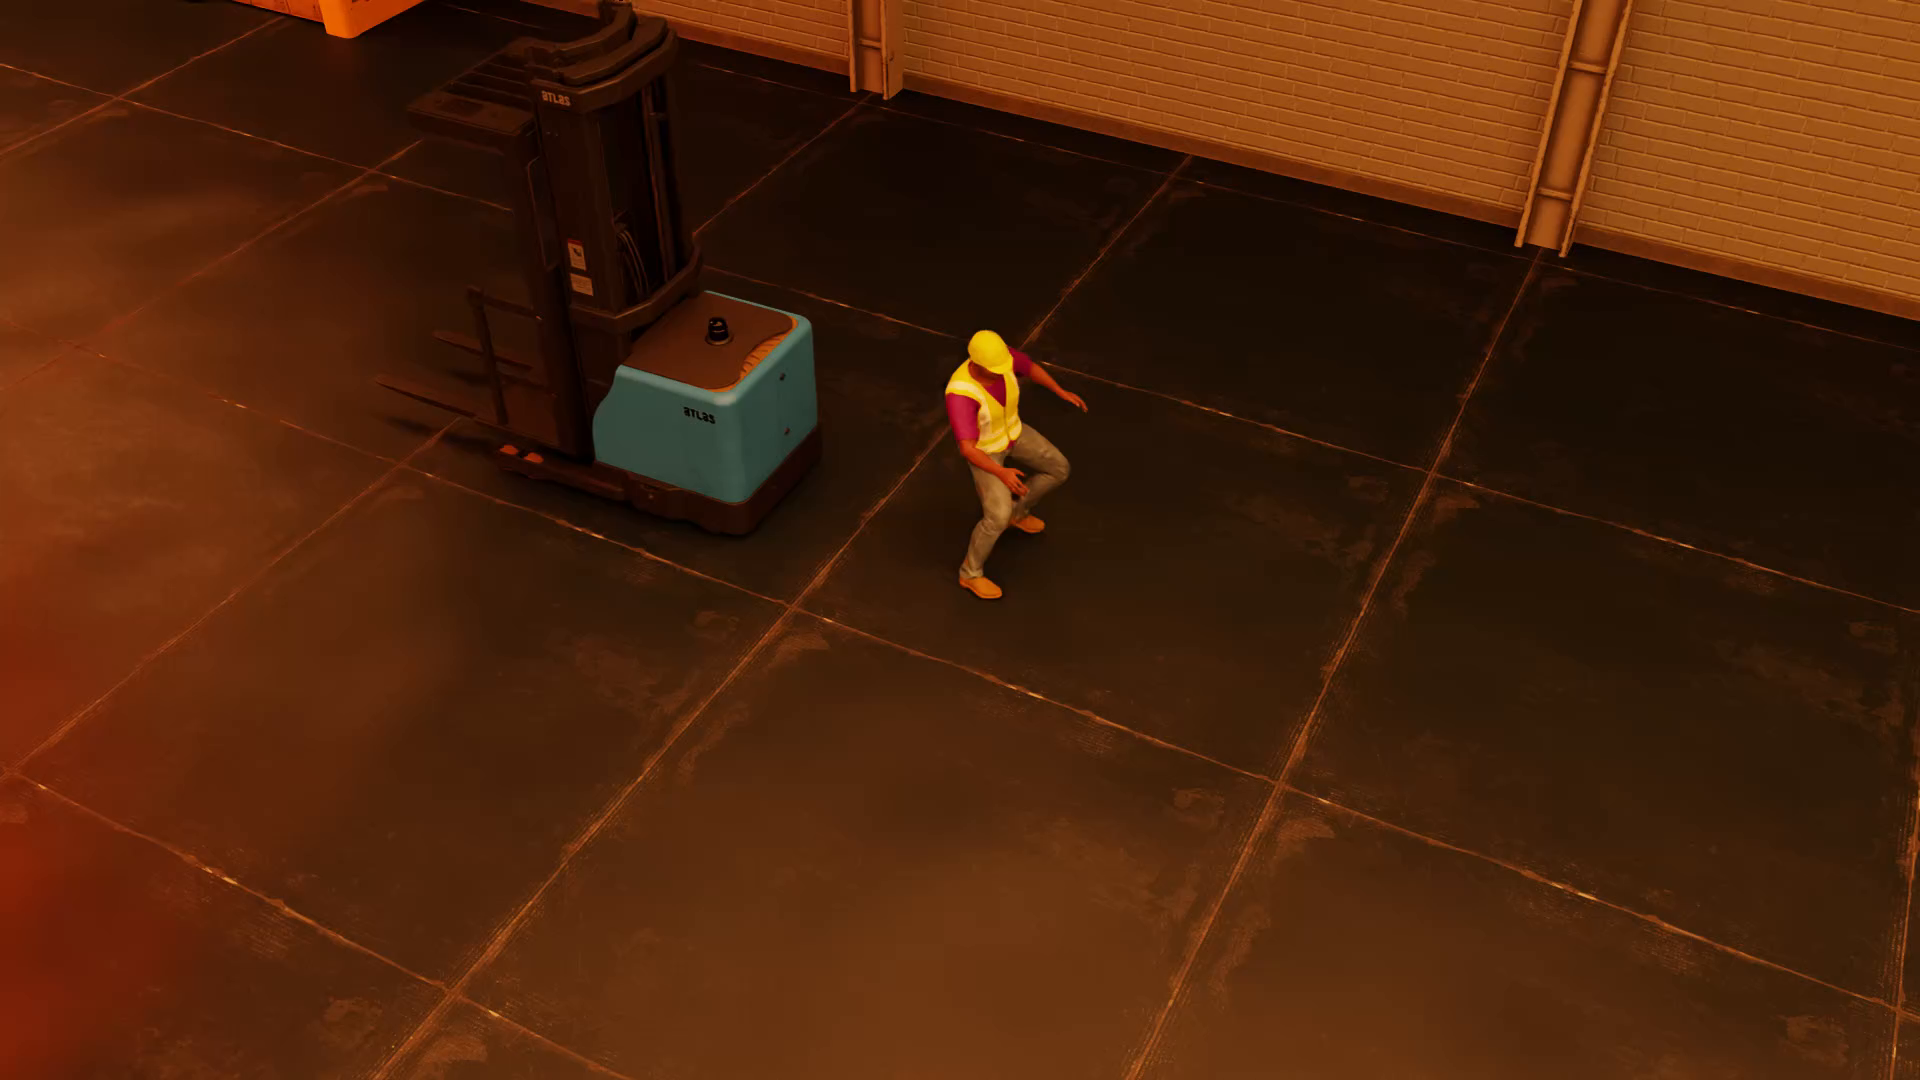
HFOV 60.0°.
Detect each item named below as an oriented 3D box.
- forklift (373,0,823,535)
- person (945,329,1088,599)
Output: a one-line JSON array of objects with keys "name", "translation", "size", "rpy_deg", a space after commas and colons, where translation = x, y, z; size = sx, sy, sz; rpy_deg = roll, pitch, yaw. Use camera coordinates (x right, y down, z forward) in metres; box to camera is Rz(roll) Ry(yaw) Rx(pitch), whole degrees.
[{"name": "forklift", "translation": [-2.451, -1.802, 10.126], "size": [3.031, 2.935, 1.130], "rpy_deg": [17, 43, 20]}, {"name": "person", "translation": [0.319, -0.534, 9.672], "size": [0.763, 1.585, 0.933], "rpy_deg": [28, 48, 29]}]
